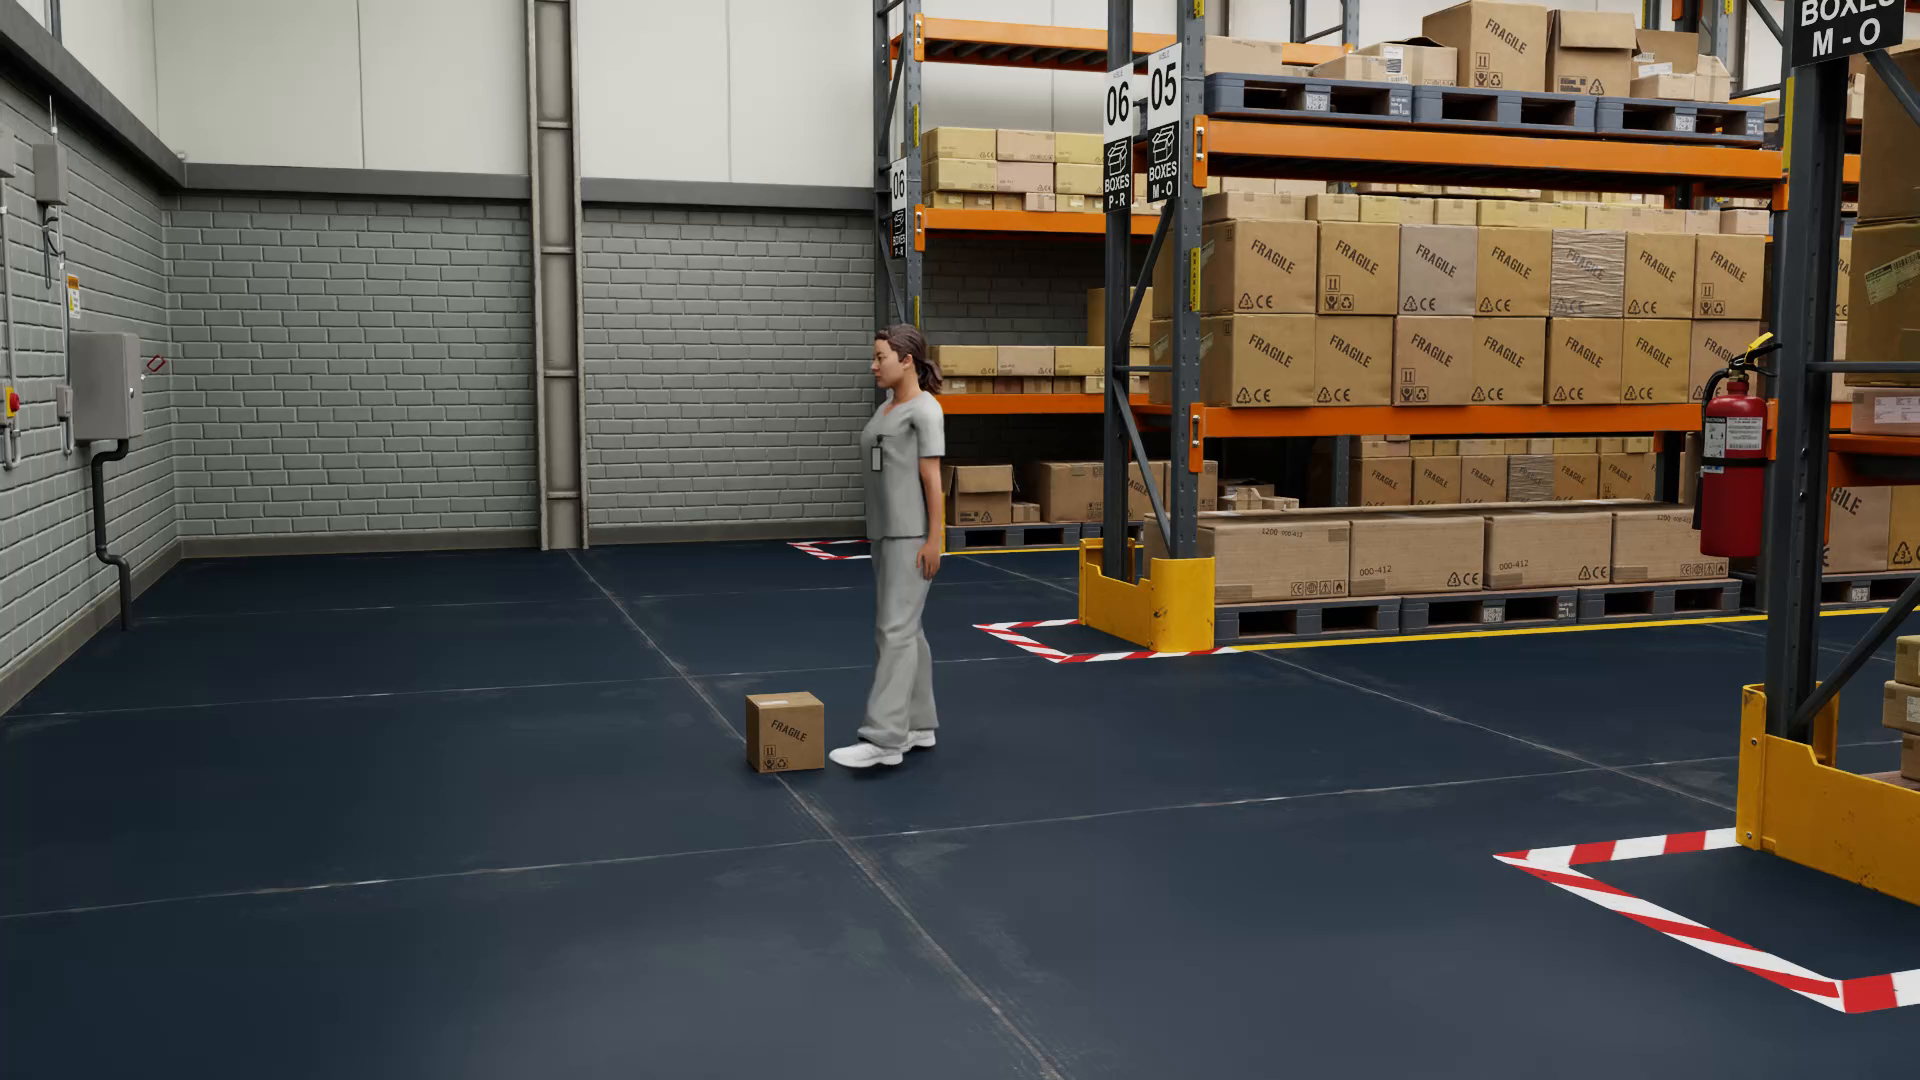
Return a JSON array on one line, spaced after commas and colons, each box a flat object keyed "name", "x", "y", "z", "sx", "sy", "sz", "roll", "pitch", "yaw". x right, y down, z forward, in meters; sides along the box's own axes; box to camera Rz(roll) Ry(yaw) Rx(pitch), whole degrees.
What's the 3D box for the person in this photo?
[{"name": "person", "x": -0.306, "y": 0.008, "z": 6.389, "sx": 0.576, "sy": 1.670, "sz": 0.459, "roll": -3, "pitch": 7, "yaw": -28}]
